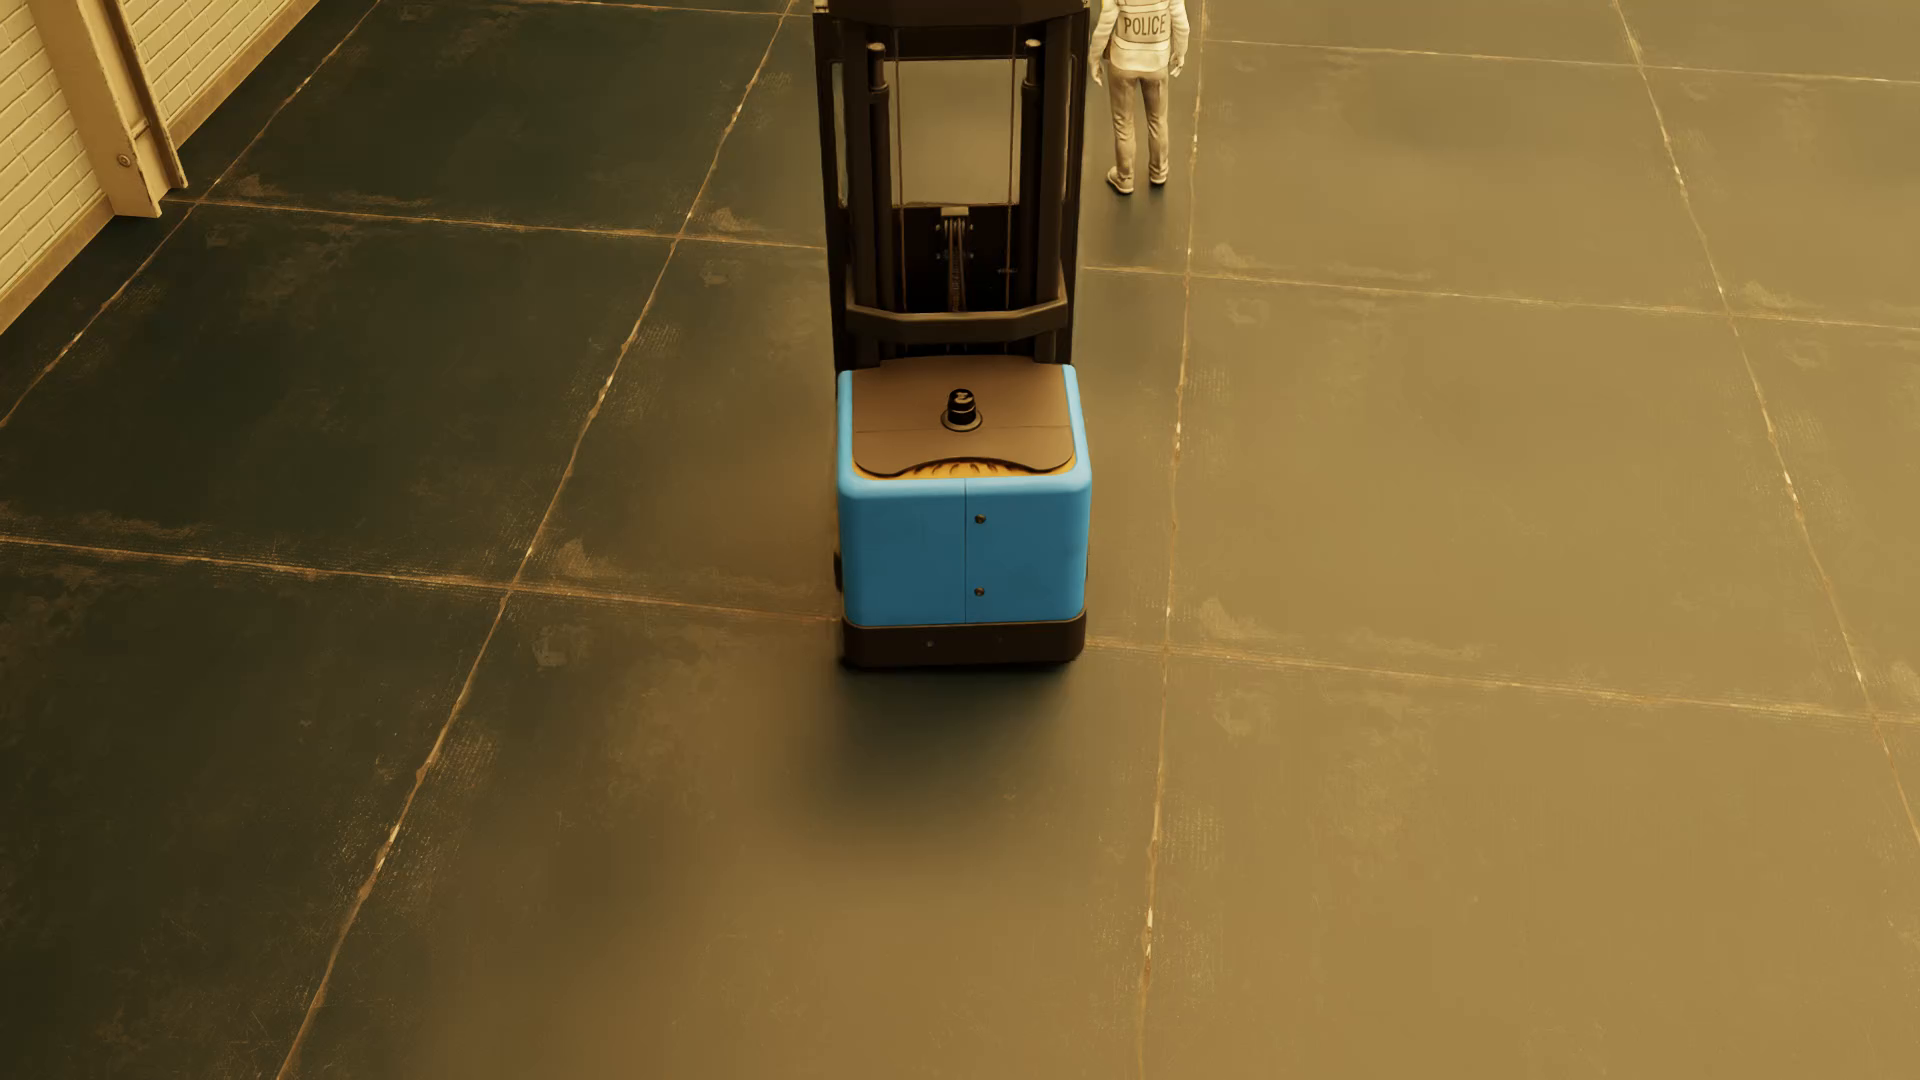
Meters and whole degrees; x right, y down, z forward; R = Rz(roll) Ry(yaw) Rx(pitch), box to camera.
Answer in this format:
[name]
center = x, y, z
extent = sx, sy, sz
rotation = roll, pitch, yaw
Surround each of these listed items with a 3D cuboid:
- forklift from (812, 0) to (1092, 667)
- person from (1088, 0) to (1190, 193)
[forklift]
center = -0.046, -1.512, 7.371
extent = 1.130, 2.935, 3.031
rotation = -2, 43, -2
[person]
center = 1.027, -2.813, 9.694
extent = 0.576, 1.700, 0.521
rotation = -2, 43, -3
